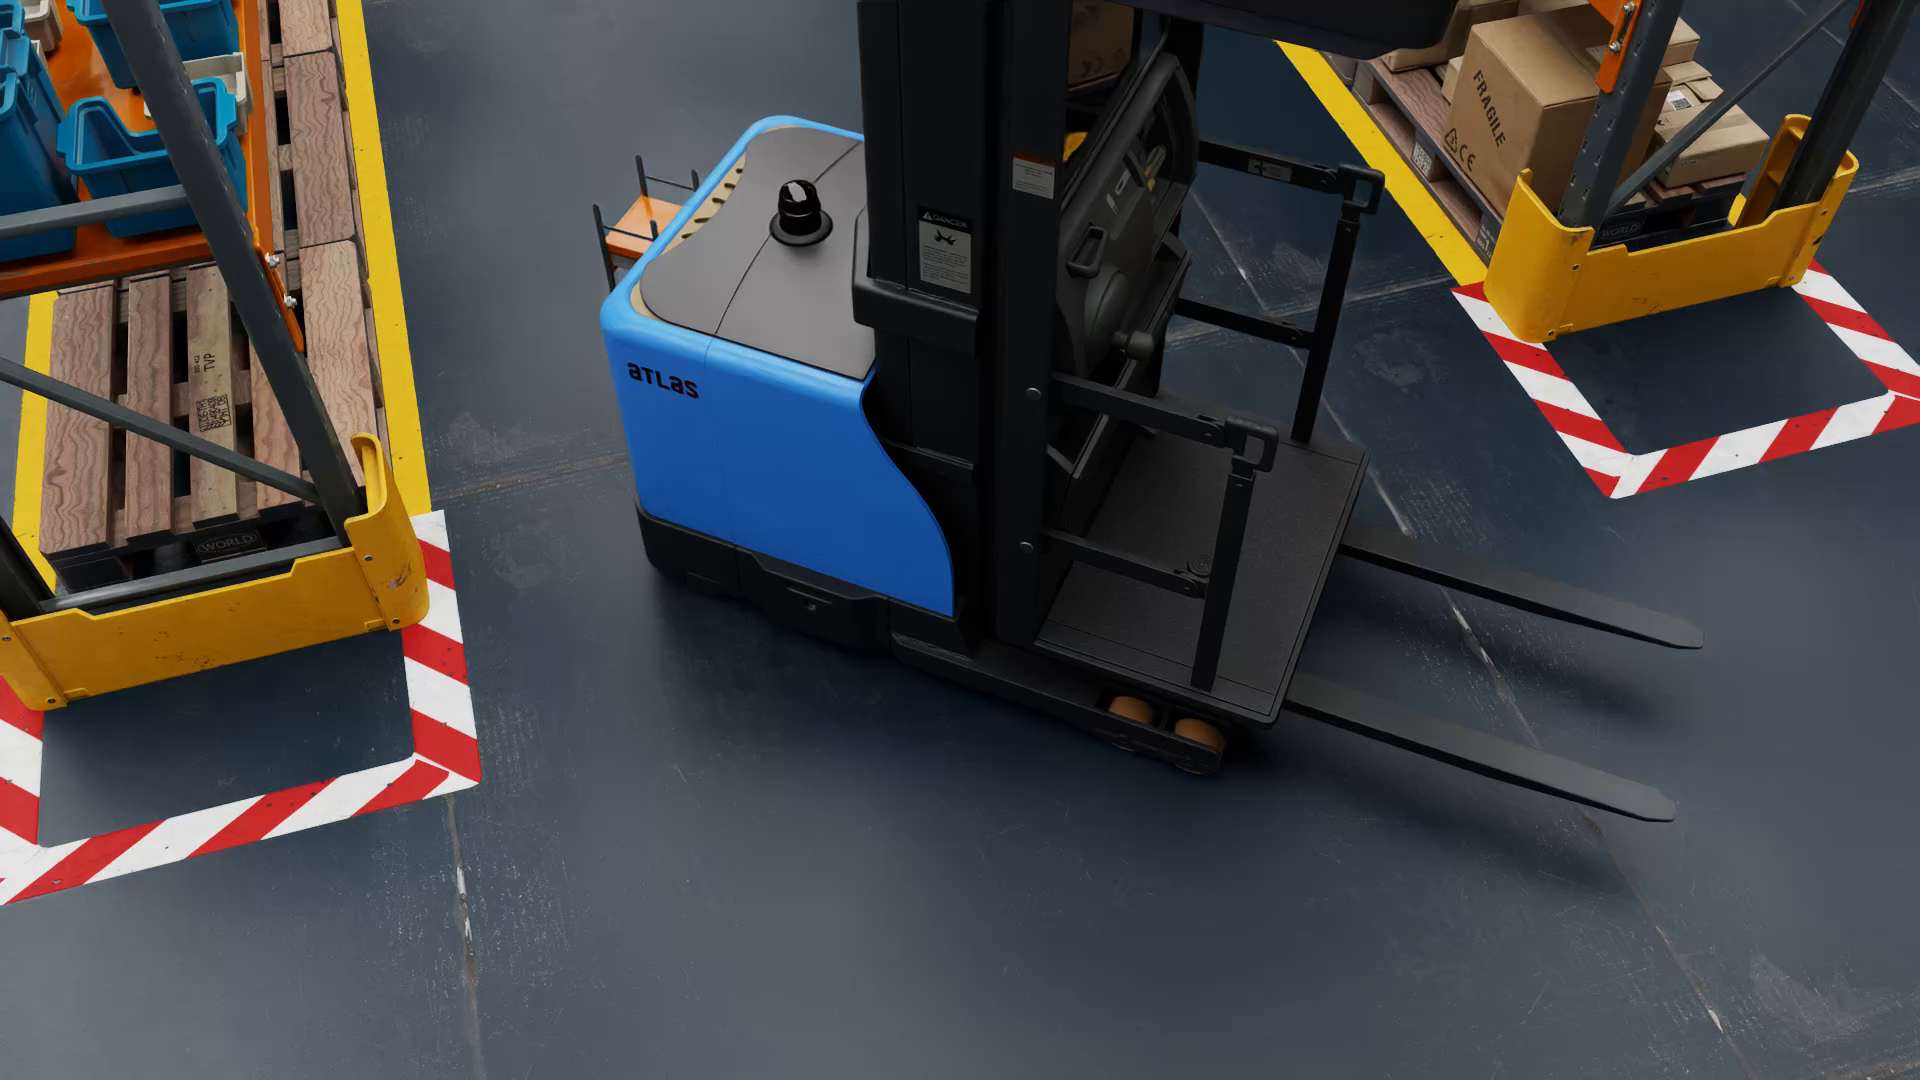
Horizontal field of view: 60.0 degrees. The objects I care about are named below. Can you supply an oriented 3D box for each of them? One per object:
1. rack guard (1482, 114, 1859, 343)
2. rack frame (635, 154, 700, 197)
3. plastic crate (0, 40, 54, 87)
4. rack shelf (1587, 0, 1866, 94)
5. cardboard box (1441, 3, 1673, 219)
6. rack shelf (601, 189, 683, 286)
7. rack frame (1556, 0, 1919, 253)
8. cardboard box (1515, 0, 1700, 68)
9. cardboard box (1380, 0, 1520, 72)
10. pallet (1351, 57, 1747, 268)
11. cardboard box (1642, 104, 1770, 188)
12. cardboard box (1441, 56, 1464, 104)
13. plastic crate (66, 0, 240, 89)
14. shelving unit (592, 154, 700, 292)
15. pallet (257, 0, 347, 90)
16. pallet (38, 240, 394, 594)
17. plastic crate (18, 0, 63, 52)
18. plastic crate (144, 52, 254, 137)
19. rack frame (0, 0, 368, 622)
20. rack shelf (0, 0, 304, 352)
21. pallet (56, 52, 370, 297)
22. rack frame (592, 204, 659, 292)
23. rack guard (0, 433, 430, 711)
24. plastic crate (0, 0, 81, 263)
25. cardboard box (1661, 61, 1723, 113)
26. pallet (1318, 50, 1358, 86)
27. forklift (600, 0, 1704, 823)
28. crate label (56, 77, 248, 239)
[{"bbox_3d":[2.479,-1.095,5.846,1.175,0.500,0.348,-13,51,-11],"label":"rack guard"},{"bbox_3d":[-0.848,-0.749,5.194,0.200,1.050,0.008,17,52,14],"label":"rack frame"},{"bbox_3d":[-2.645,-1.217,4.447,0.396,0.136,0.243,-13,51,-11],"label":"plastic crate"},{"bbox_3d":[1.910,-3.074,6.350,1.077,0.370,4.000,-13,51,-11],"label":"rack shelf"},{"bbox_3d":[2.105,-1.523,5.919,0.500,0.500,0.500,-13,51,-11],"label":"cardboard box"},{"bbox_3d":[-0.893,-0.838,4.913,0.215,0.259,0.240,17,52,14],"label":"rack shelf"},{"bbox_3d":[2.502,-1.845,4.844,1.000,3.000,0.127,-13,51,-11],"label":"rack frame"},{"bbox_3d":[2.464,-1.927,6.424,0.500,0.250,0.500,-13,51,-11],"label":"cardboard box"},{"bbox_3d":[1.853,-2.143,6.605,0.500,0.250,0.500,-13,51,-11],"label":"cardboard box"},{"bbox_3d":[2.242,-1.584,6.447,1.003,0.211,1.213,-13,51,-11],"label":"pallet"},{"bbox_3d":[2.706,-1.452,6.089,0.380,0.149,0.250,-13,51,-11],"label":"cardboard box"},{"bbox_3d":[2.072,-1.731,6.313,0.380,0.166,0.250,-13,51,-11],"label":"cardboard box"},{"bbox_3d":[-2.185,-1.429,4.563,0.416,0.233,0.300,-13,51,-11],"label":"plastic crate"},{"bbox_3d":[-0.893,-0.662,5.122,0.215,1.050,0.252,17,52,14],"label":"shelving unit"},{"bbox_3d":[-3.160,-2.222,6.986,1.003,0.211,1.213,-13,51,-11],"label":"pallet"},{"bbox_3d":[-2.438,-0.440,5.483,1.003,0.211,1.213,-13,51,-11],"label":"pallet"},{"bbox_3d":[-2.717,-1.432,4.629,0.396,0.136,0.243,-13,51,-11],"label":"plastic crate"},{"bbox_3d":[-2.006,-1.170,4.408,0.250,0.136,0.298,-13,51,-11],"label":"plastic crate"},{"bbox_3d":[-2.231,-0.728,3.902,1.000,3.000,0.127,-13,51,-11],"label":"rack frame"},{"bbox_3d":[-2.823,-1.957,5.408,1.077,0.370,4.000,-13,51,-11],"label":"rack shelf"},{"bbox_3d":[-2.795,-1.330,6.233,1.003,0.211,1.213,-13,51,-11],"label":"pallet"},{"bbox_3d":[-0.939,-0.576,5.049,0.200,1.050,0.008,17,52,14],"label":"rack frame"},{"bbox_3d":[-2.212,0.092,4.845,1.175,0.500,0.348,-13,51,-11],"label":"rack guard"},{"bbox_3d":[-2.509,-0.961,4.036,0.616,0.435,0.499,-13,51,-11],"label":"plastic crate"},{"bbox_3d":[2.632,-1.640,6.236,0.380,0.166,0.250,-13,51,-11],"label":"cardboard box"},{"bbox_3d":[1.885,-2.473,7.197,1.003,0.211,1.213,-13,51,-11],"label":"pallet"},{"bbox_3d":[0.596,-0.752,3.967,3.031,2.935,1.130,18,52,15],"label":"forklift"},{"bbox_3d":[-1.990,-0.948,4.158,0.416,0.233,0.303,-13,51,-11],"label":"crate label"}]
